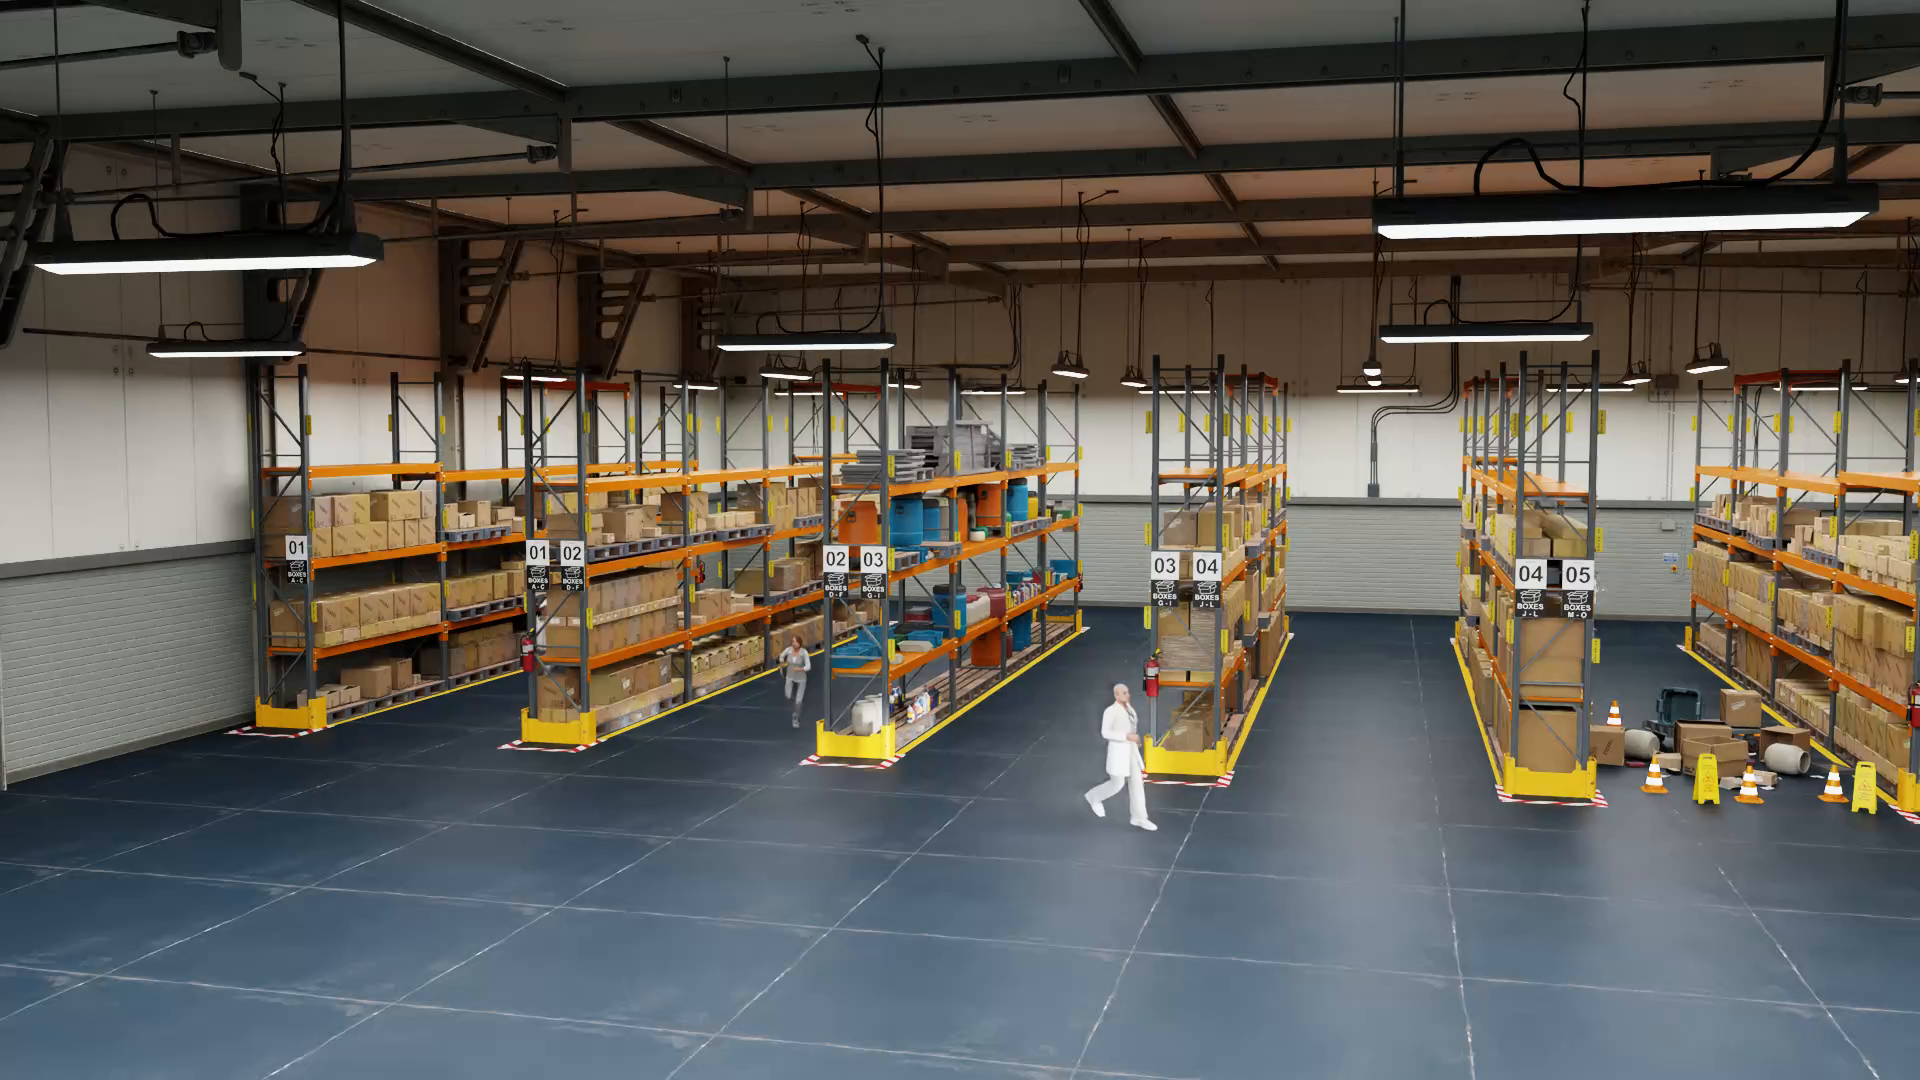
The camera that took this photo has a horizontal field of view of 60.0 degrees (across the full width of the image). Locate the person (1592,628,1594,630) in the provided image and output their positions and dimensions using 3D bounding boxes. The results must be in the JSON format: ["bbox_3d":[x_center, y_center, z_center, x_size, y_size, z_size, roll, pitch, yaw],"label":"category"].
[{"bbox_3d":[14.289,1.479,38.625,0.922,1.695,0.614,0,4,3],"label":"person"}]

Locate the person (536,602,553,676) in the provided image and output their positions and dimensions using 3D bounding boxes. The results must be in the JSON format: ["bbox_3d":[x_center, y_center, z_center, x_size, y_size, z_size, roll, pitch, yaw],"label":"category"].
[{"bbox_3d":[-7.679,2.030,30.833,0.641,1.760,1.010,0,4,5],"label":"person"}]

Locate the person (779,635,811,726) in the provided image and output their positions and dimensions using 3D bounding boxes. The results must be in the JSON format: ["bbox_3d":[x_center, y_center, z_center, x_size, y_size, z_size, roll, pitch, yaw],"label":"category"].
[{"bbox_3d":[-2.734,2.330,27.397,0.569,1.548,0.679,0,4,6],"label":"person"}]

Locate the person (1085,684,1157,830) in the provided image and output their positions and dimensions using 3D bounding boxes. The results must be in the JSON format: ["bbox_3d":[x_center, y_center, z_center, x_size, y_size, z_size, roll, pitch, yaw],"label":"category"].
[{"bbox_3d":[2.009,2.672,20.688,1.040,1.773,0.708,4,5,43],"label":"person"}]
